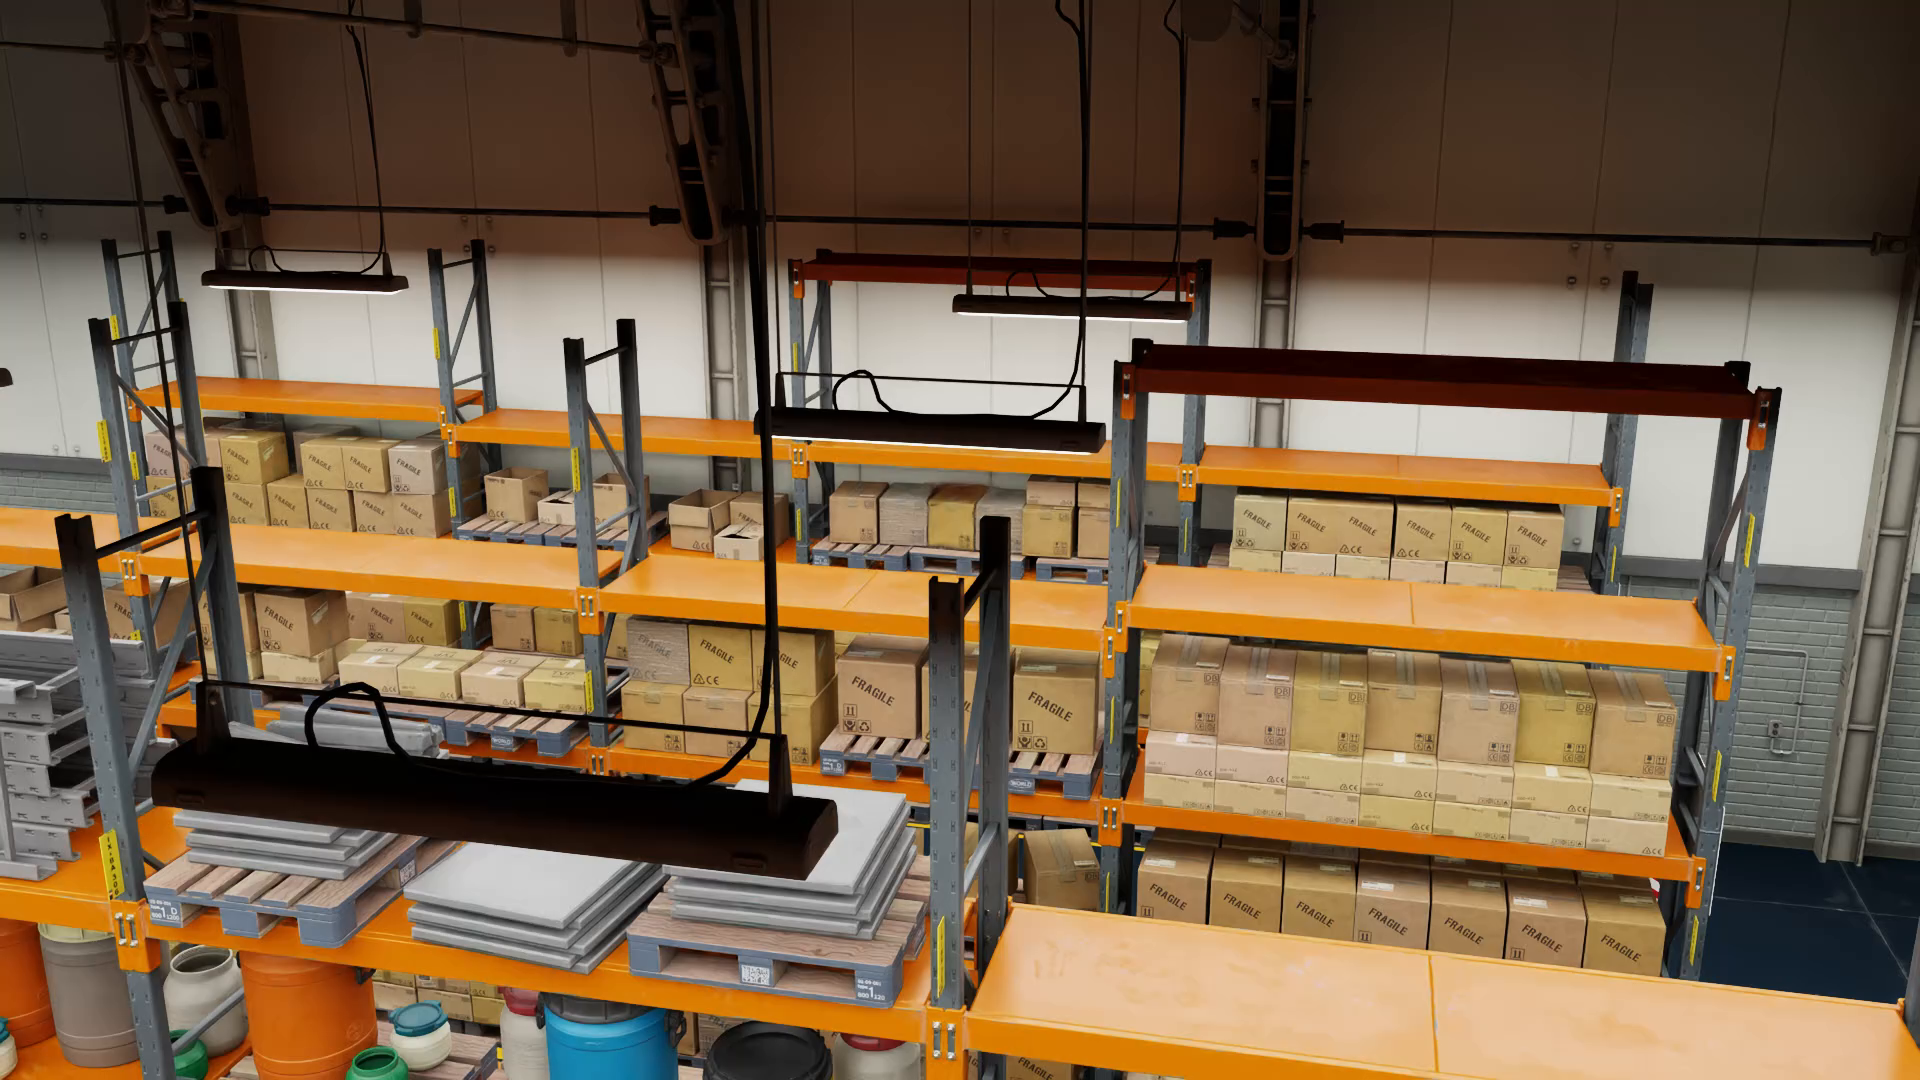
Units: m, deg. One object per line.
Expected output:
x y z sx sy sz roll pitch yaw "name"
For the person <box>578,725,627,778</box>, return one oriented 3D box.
-3.688 2.405 17.204 0.840 1.660 0.463 4 17 14 "person"
